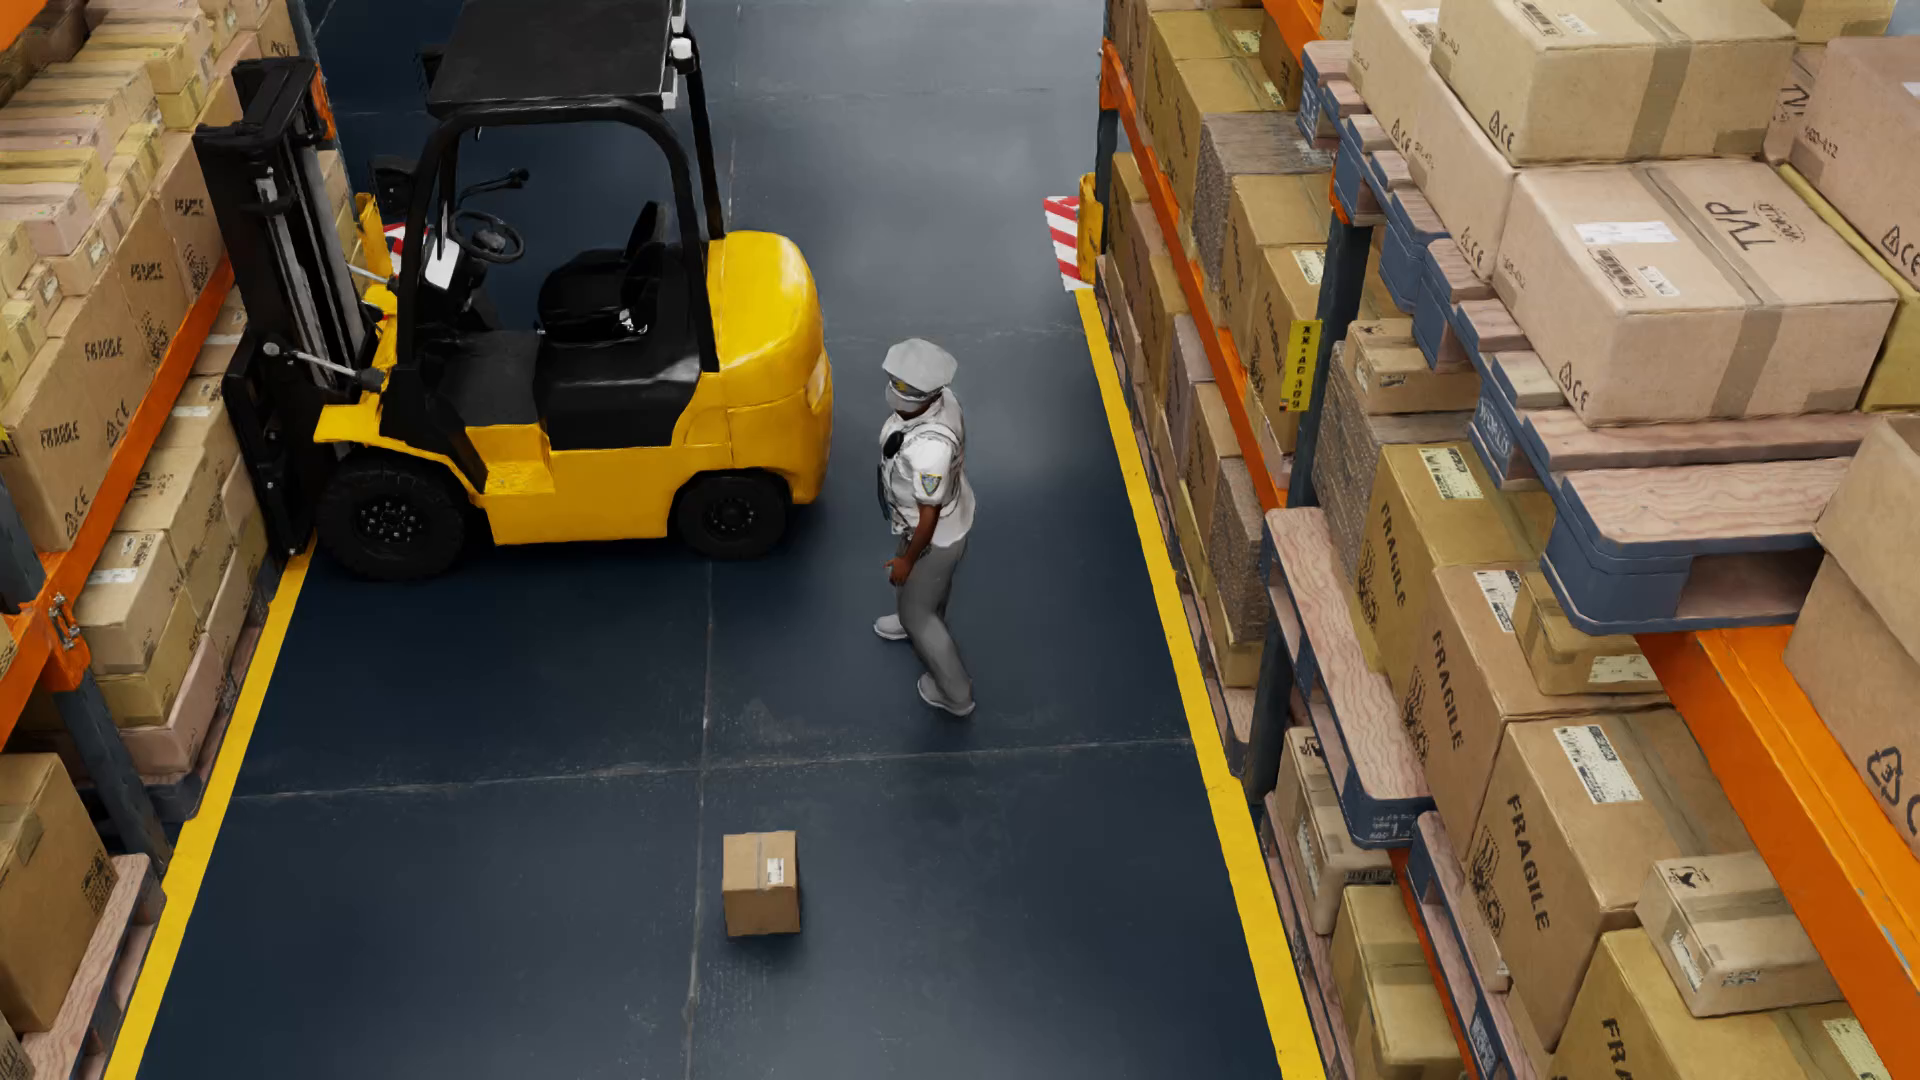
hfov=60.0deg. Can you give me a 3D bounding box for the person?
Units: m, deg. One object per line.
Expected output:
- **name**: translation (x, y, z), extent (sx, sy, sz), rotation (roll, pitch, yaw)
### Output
- **person**: translation (-0.158, -0.084, 6.280), extent (0.478, 1.646, 0.592), rotation (6, 40, 7)
